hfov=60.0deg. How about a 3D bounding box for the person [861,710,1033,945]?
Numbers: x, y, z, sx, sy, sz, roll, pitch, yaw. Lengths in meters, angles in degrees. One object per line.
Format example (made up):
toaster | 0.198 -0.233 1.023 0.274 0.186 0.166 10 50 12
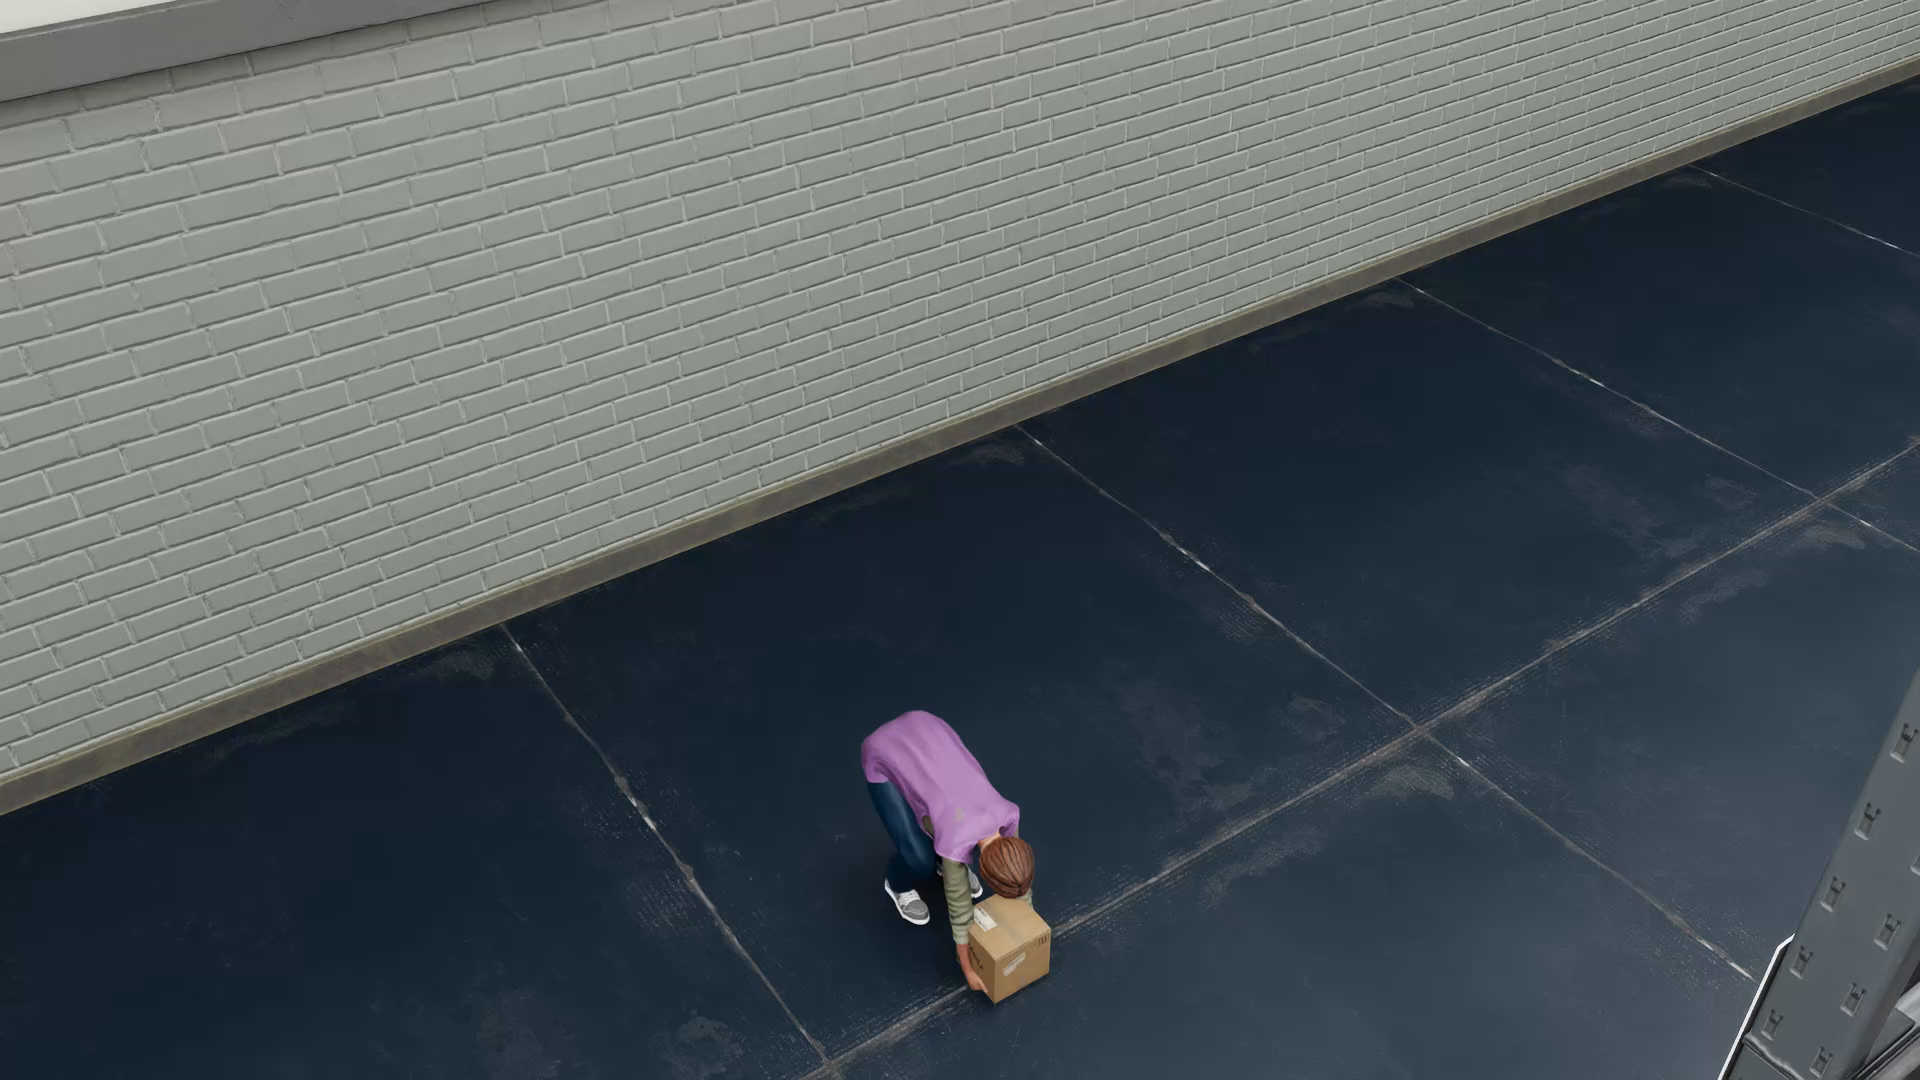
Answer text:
person | -3.311 2.463 2.390 10.315 3.195 2.876 -25 43 -29
